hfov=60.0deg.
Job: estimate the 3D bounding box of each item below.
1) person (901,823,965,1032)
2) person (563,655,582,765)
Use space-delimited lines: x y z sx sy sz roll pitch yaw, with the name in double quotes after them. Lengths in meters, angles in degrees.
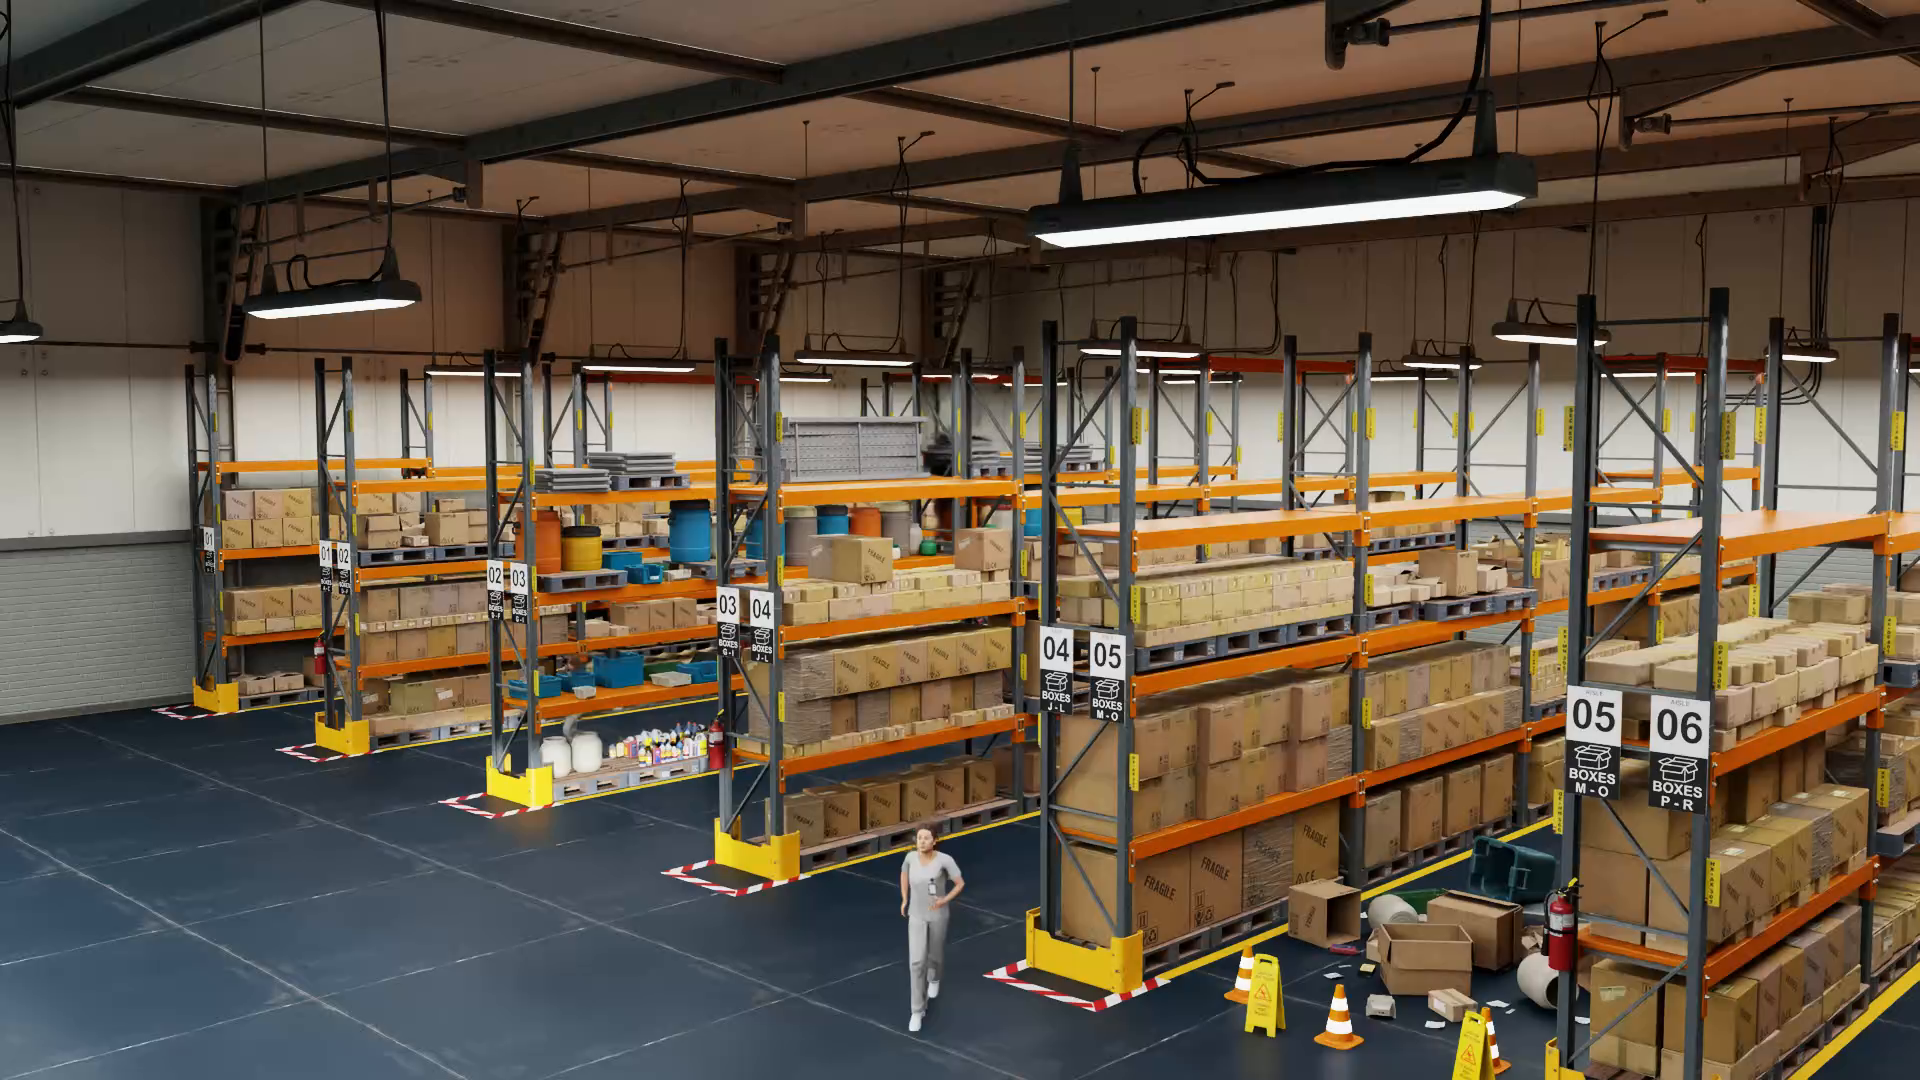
-0.240 3.236 14.207 0.581 1.697 0.853 1 4 11 "person"
-5.684 2.499 24.411 0.517 1.608 0.639 4 6 40 "person"
